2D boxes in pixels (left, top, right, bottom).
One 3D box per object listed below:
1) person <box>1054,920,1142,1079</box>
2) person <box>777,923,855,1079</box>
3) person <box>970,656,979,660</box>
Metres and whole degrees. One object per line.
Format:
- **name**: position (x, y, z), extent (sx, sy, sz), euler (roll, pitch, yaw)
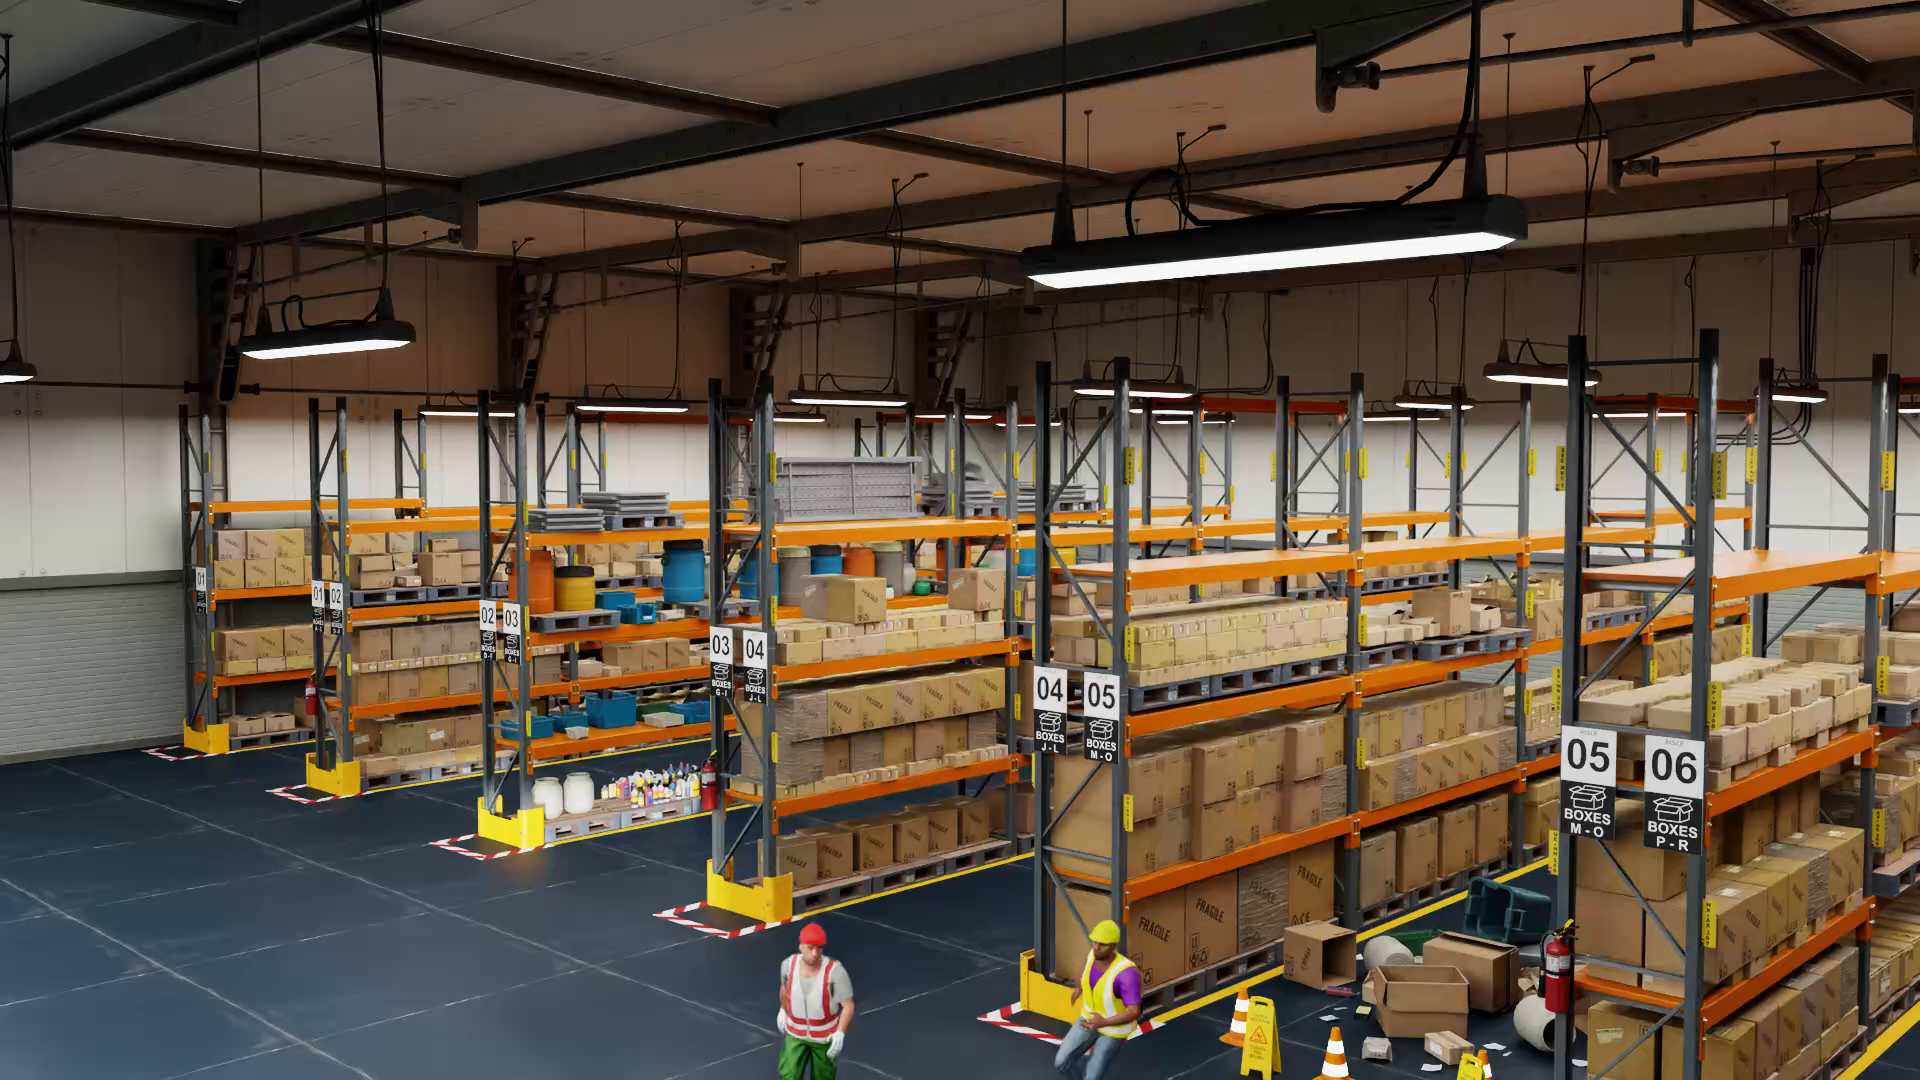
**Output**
- **person**: position (1.026, 3.677, 12.574), extent (0.868, 1.668, 0.721), euler (2, 4, 38)
- **person**: position (-1.083, 3.639, 12.130), extent (0.654, 1.732, 0.782), euler (0, 3, 7)
- **person**: position (0.533, 2.302, 38.778), extent (0.732, 1.586, 1.107), euler (-2, 4, -38)
